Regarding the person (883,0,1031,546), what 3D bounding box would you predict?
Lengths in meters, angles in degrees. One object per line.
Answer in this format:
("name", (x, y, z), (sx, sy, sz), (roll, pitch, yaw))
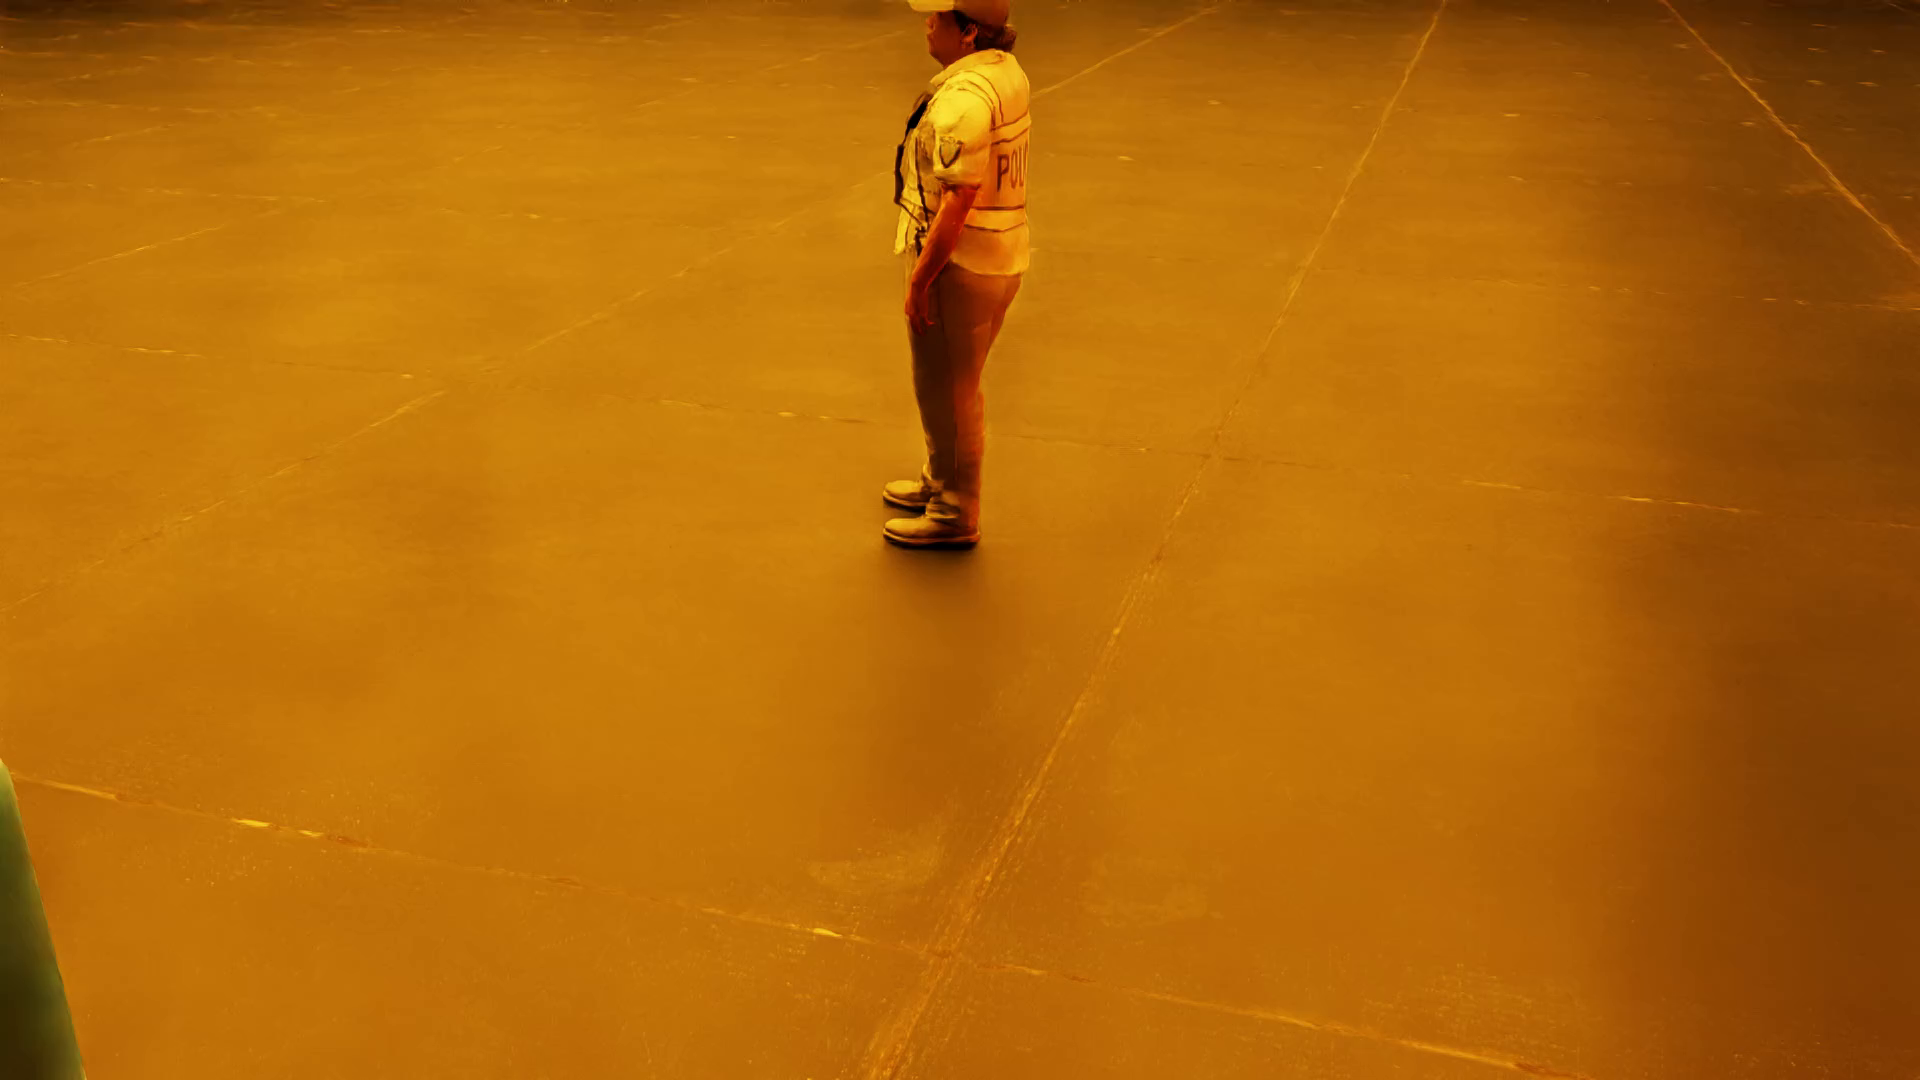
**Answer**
("person", (-0.066, -0.794, 4.841), (0.529, 1.669, 0.598), (7, 23, 16))
